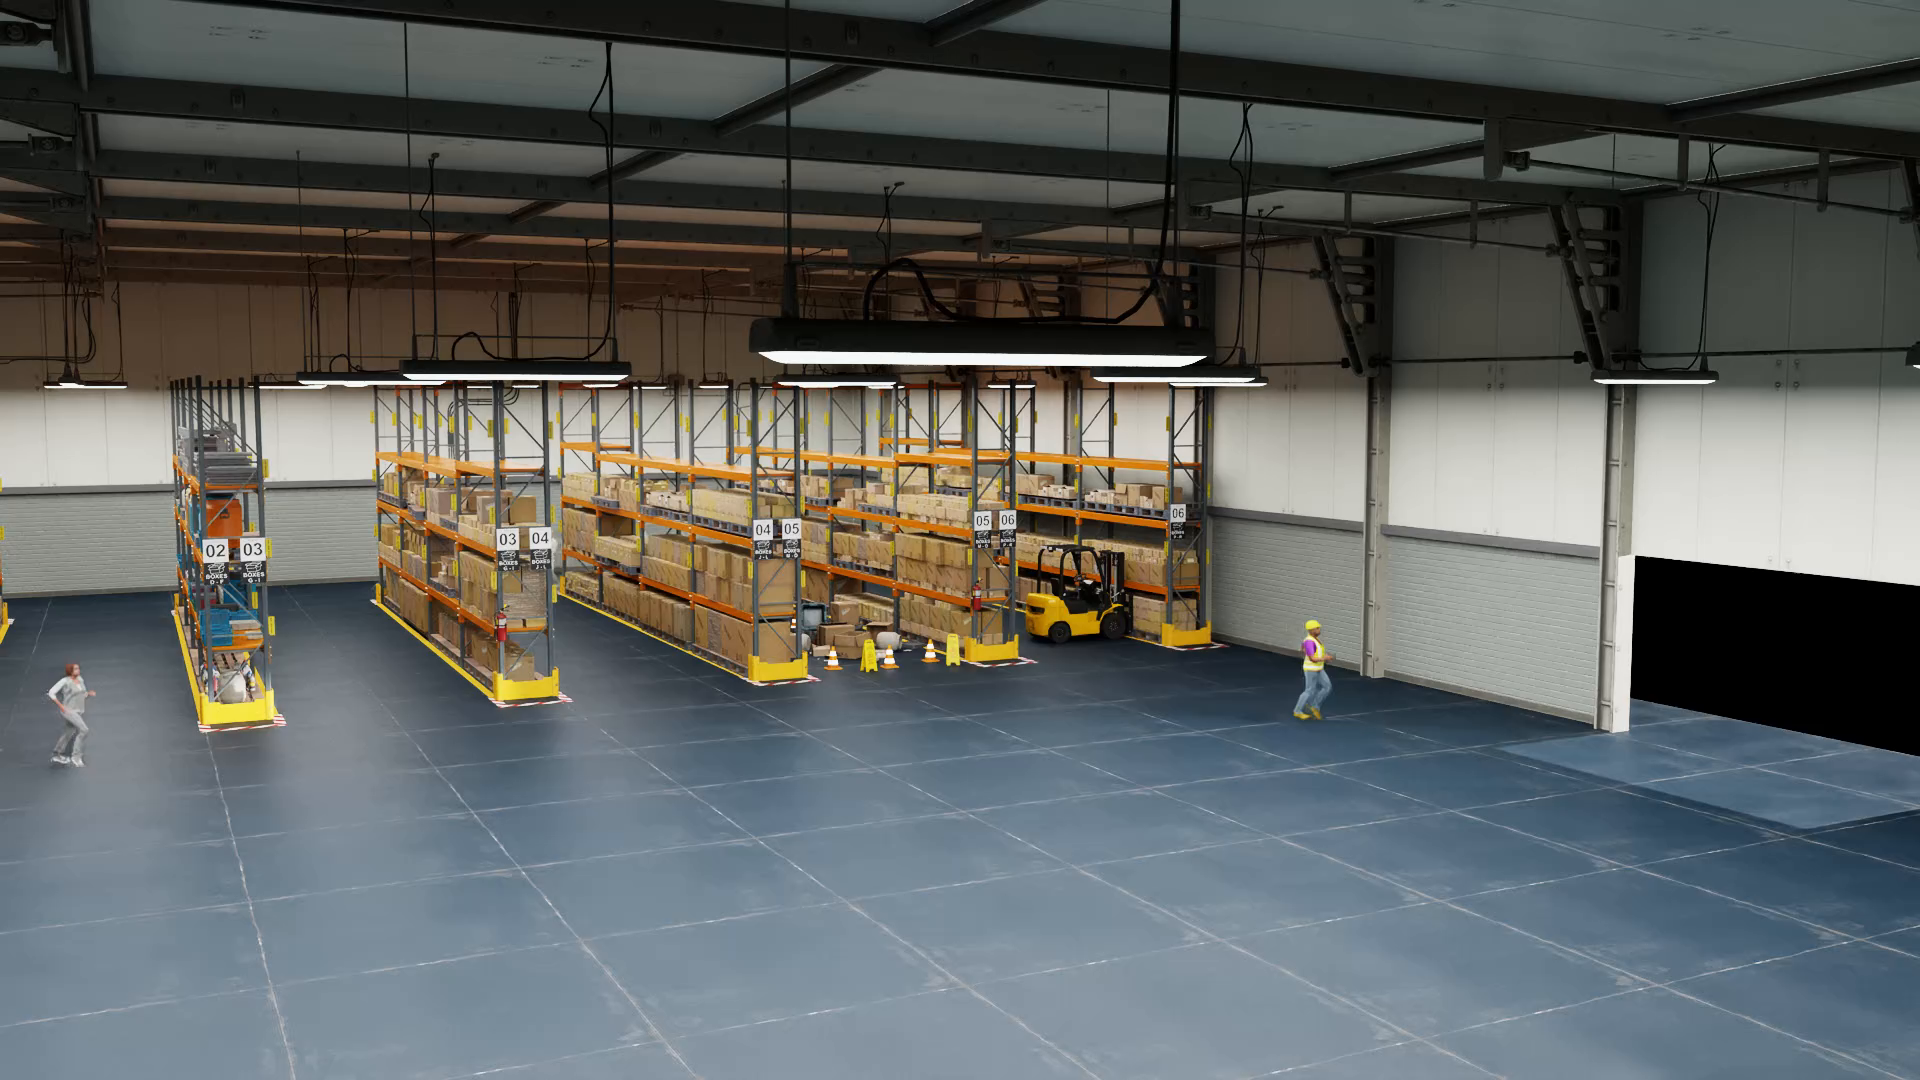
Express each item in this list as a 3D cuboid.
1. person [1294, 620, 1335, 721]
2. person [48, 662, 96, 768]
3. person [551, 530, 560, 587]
[{"bbox_3d":[6.169,2.278,28.894,0.711,1.784,0.671,3,6,28],"label":"person"},{"bbox_3d":[-13.571,2.678,25.449,0.701,1.641,0.506,0,5,3],"label":"person"},{"bbox_3d":[-11.858,0.602,47.933,0.699,1.830,0.780,4,6,37],"label":"person"}]
